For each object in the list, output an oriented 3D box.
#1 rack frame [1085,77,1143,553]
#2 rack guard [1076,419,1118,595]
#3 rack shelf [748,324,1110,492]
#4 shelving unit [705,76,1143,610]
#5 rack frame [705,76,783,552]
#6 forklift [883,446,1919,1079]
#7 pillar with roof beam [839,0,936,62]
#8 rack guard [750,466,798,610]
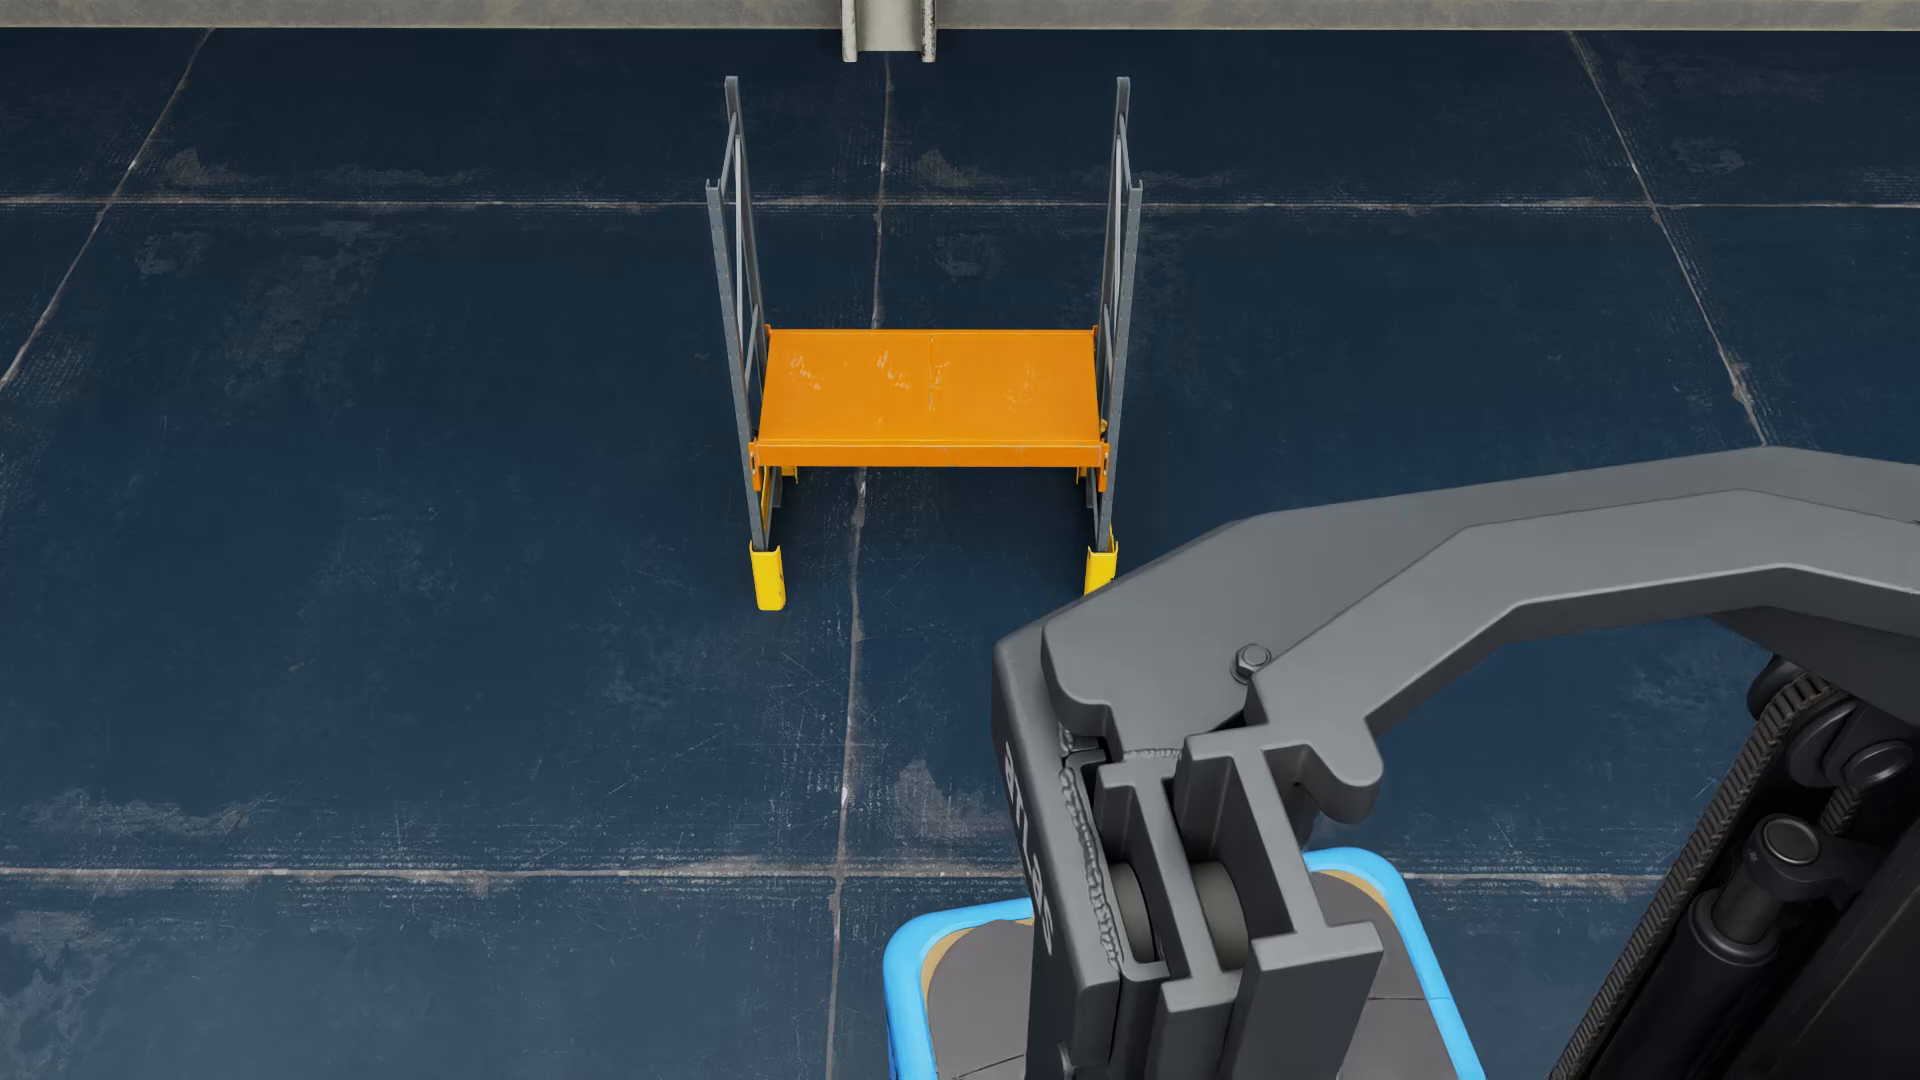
[{"bbox_3d":[0.423,-0.510,4.700,0.032,1.500,0.500,0,47,0],"label":"rack frame"},{"bbox_3d":[0.422,-0.084,5.157,0.087,0.250,0.587,0,47,0],"label":"rack guard"},{"bbox_3d":[-0.085,-0.389,4.833,1.000,0.185,0.538,0,47,0],"label":"rack shelf"},{"bbox_3d":[-0.076,-0.511,4.701,1.083,1.500,0.587,0,47,0],"label":"shelving unit"},{"bbox_3d":[-0.594,-0.513,4.703,0.032,1.500,0.500,0,47,0],"label":"rack frame"},{"bbox_3d":[0.611,1.448,1.900,1.130,2.935,3.031,-8,48,-7],"label":"forklift"},{"bbox_3d":[-0.321,-2.089,1.047,0.400,9.000,9.100,0,47,0],"label":"pillar with roof beam"},{"bbox_3d":[-0.574,-0.087,5.160,0.087,0.250,0.587,0,47,0],"label":"rack guard"}]
